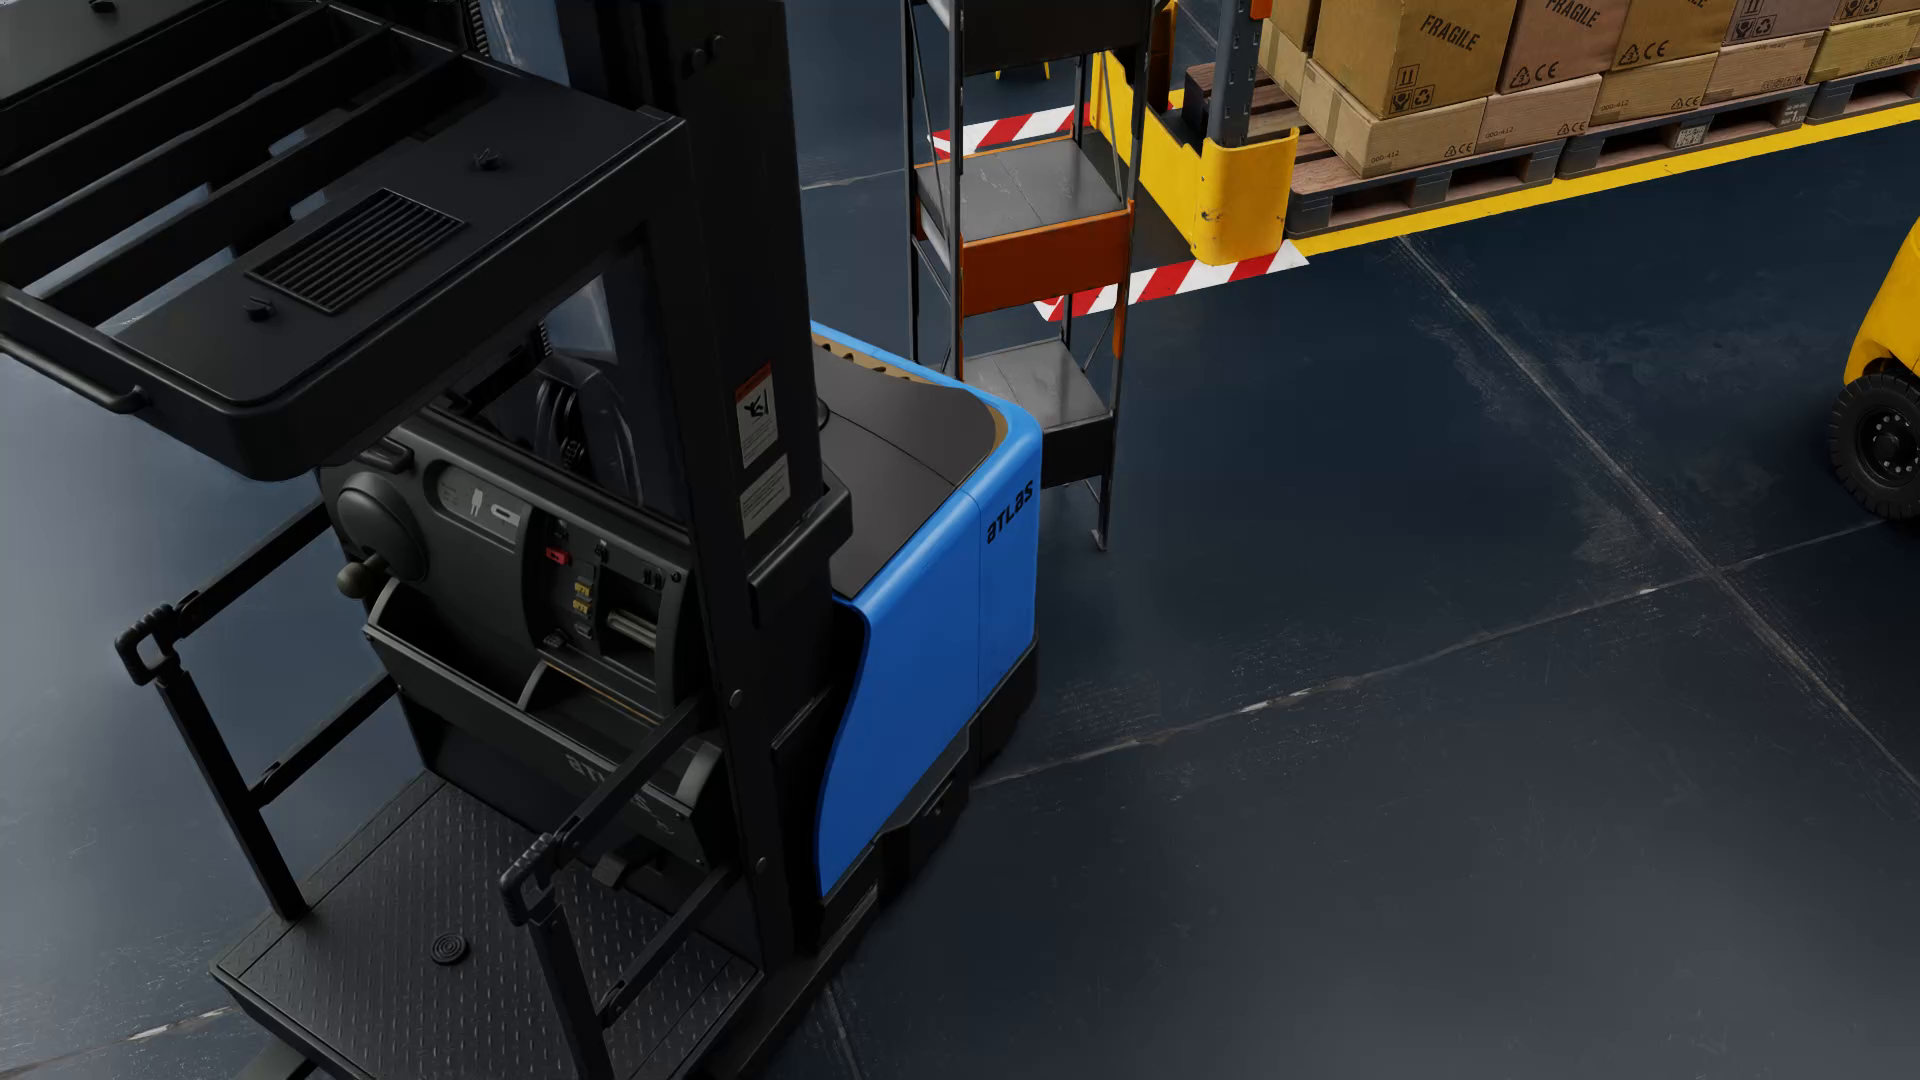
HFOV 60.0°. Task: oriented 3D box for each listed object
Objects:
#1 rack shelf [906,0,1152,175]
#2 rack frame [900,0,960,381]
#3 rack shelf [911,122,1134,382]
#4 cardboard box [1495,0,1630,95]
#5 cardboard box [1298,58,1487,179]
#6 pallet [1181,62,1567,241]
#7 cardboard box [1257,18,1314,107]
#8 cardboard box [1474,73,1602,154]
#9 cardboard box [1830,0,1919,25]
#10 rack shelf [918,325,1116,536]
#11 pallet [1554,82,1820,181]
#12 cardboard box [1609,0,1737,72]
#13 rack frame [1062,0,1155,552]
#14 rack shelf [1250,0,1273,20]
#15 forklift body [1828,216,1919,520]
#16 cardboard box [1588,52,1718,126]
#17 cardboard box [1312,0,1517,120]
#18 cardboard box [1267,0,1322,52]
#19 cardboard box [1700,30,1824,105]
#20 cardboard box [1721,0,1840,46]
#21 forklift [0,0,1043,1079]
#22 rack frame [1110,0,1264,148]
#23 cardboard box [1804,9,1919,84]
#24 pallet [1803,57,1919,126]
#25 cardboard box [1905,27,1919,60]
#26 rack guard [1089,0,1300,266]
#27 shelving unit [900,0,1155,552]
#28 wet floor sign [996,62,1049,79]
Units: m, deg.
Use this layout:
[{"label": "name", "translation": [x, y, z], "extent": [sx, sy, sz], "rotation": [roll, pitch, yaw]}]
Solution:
[{"label": "rack shelf", "translation": [0.156, -1.266, 4.060], "extent": [0.480, 0.518, 0.431], "rotation": [-14, 47, -14]}, {"label": "rack frame", "translation": [-0.074, -0.722, 4.487], "extent": [0.015, 2.100, 0.400], "rotation": [-14, 47, -14]}, {"label": "rack shelf", "translation": [0.156, -0.771, 4.556], "extent": [0.480, 0.518, 0.431], "rotation": [-14, 47, -14]}, {"label": "cardboard box", "translation": [2.182, -2.081, 6.321], "extent": [0.500, 0.500, 0.500], "rotation": [-16, 47, -15]}, {"label": "cardboard box", "translation": [1.669, -1.681, 6.452], "extent": [0.500, 0.250, 0.500], "rotation": [-15, 47, -14]}, {"label": "pallet", "translation": [1.664, -1.699, 6.795], "extent": [1.213, 0.211, 1.003], "rotation": [-14, 47, -14]}, {"label": "cardboard box", "translation": [1.508, -2.051, 6.821], "extent": [0.500, 0.250, 0.500], "rotation": [-15, 47, -14]}, {"label": "cardboard box", "translation": [2.152, -1.799, 6.570], "extent": [0.500, 0.250, 0.500], "rotation": [-13, 46, -12]}, {"label": "cardboard box", "translation": [3.636, -2.453, 6.693], "extent": [0.500, 0.500, 0.500], "rotation": [-14, 47, -13]}, {"label": "rack shelf", "translation": [0.156, -0.277, 5.051], "extent": [0.480, 0.518, 0.431], "rotation": [-14, 47, -14]}, {"label": "pallet", "translation": [2.810, -1.990, 7.085], "extent": [1.213, 0.211, 1.003], "rotation": [-14, 47, -14]}, {"label": "cardboard box", "translation": [2.656, -2.196, 6.436], "extent": [0.500, 0.500, 0.500], "rotation": [-13, 47, -13]}, {"label": "rack frame", "translation": [0.385, -0.840, 4.604], "extent": [0.015, 2.100, 0.400], "rotation": [-14, 47, -14]}, {"label": "rack shelf", "translation": [2.698, -2.721, 6.352], "extent": [4.000, 0.370, 1.077], "rotation": [-14, 47, -14]}, {"label": "forklift body", "translation": [3.669, -0.560, 4.289], "extent": [1.214, 2.155, 2.313], "rotation": [-14, 47, -14]}, {"label": "cardboard box", "translation": [2.661, -1.938, 6.709], "extent": [0.500, 0.250, 0.500], "rotation": [-11, 46, -11]}, {"label": "cardboard box", "translation": [1.691, -1.952, 6.193], "extent": [0.500, 0.500, 0.500], "rotation": [-16, 47, -15]}, {"label": "cardboard box", "translation": [1.481, -2.302, 6.542], "extent": [0.500, 0.500, 0.500], "rotation": [-14, 47, -14]}, {"label": "cardboard box", "translation": [3.137, -2.058, 6.828], "extent": [0.500, 0.250, 0.500], "rotation": [-14, 47, -13]}, {"label": "cardboard box", "translation": [3.156, -2.330, 6.570], "extent": [0.500, 0.500, 0.500], "rotation": [-12, 46, -12]}, {"label": "forklift", "translation": [-1.003, 0.113, 3.068], "extent": [1.130, 2.935, 3.031], "rotation": [24, 50, 22]}, {"label": "rack frame", "translation": [0.816, -2.494, 5.618], "extent": [0.127, 3.000, 1.000], "rotation": [-14, 47, -14]}, {"label": "cardboard box", "translation": [3.617, -2.177, 6.947], "extent": [0.500, 0.250, 0.500], "rotation": [-15, 47, -15]}, {"label": "pallet", "translation": [3.959, -2.286, 7.380], "extent": [1.213, 0.211, 1.003], "rotation": [-14, 47, -14]}, {"label": "cardboard box", "translation": [4.114, -2.312, 7.081], "extent": [0.500, 0.250, 0.500], "rotation": [-12, 46, -12]}, {"label": "rack guard", "translation": [0.888, -1.630, 6.521], "extent": [0.348, 0.500, 1.175], "rotation": [-14, 47, -14]}, {"label": "shelving unit", "translation": [0.156, -0.781, 4.546], "extent": [0.503, 2.100, 0.431], "rotation": [-14, 47, -14]}, {"label": "wet floor sign", "translation": [0.274, -2.330, 7.116], "extent": [0.232, 0.644, 0.267], "rotation": [0, 45, 0]}]
